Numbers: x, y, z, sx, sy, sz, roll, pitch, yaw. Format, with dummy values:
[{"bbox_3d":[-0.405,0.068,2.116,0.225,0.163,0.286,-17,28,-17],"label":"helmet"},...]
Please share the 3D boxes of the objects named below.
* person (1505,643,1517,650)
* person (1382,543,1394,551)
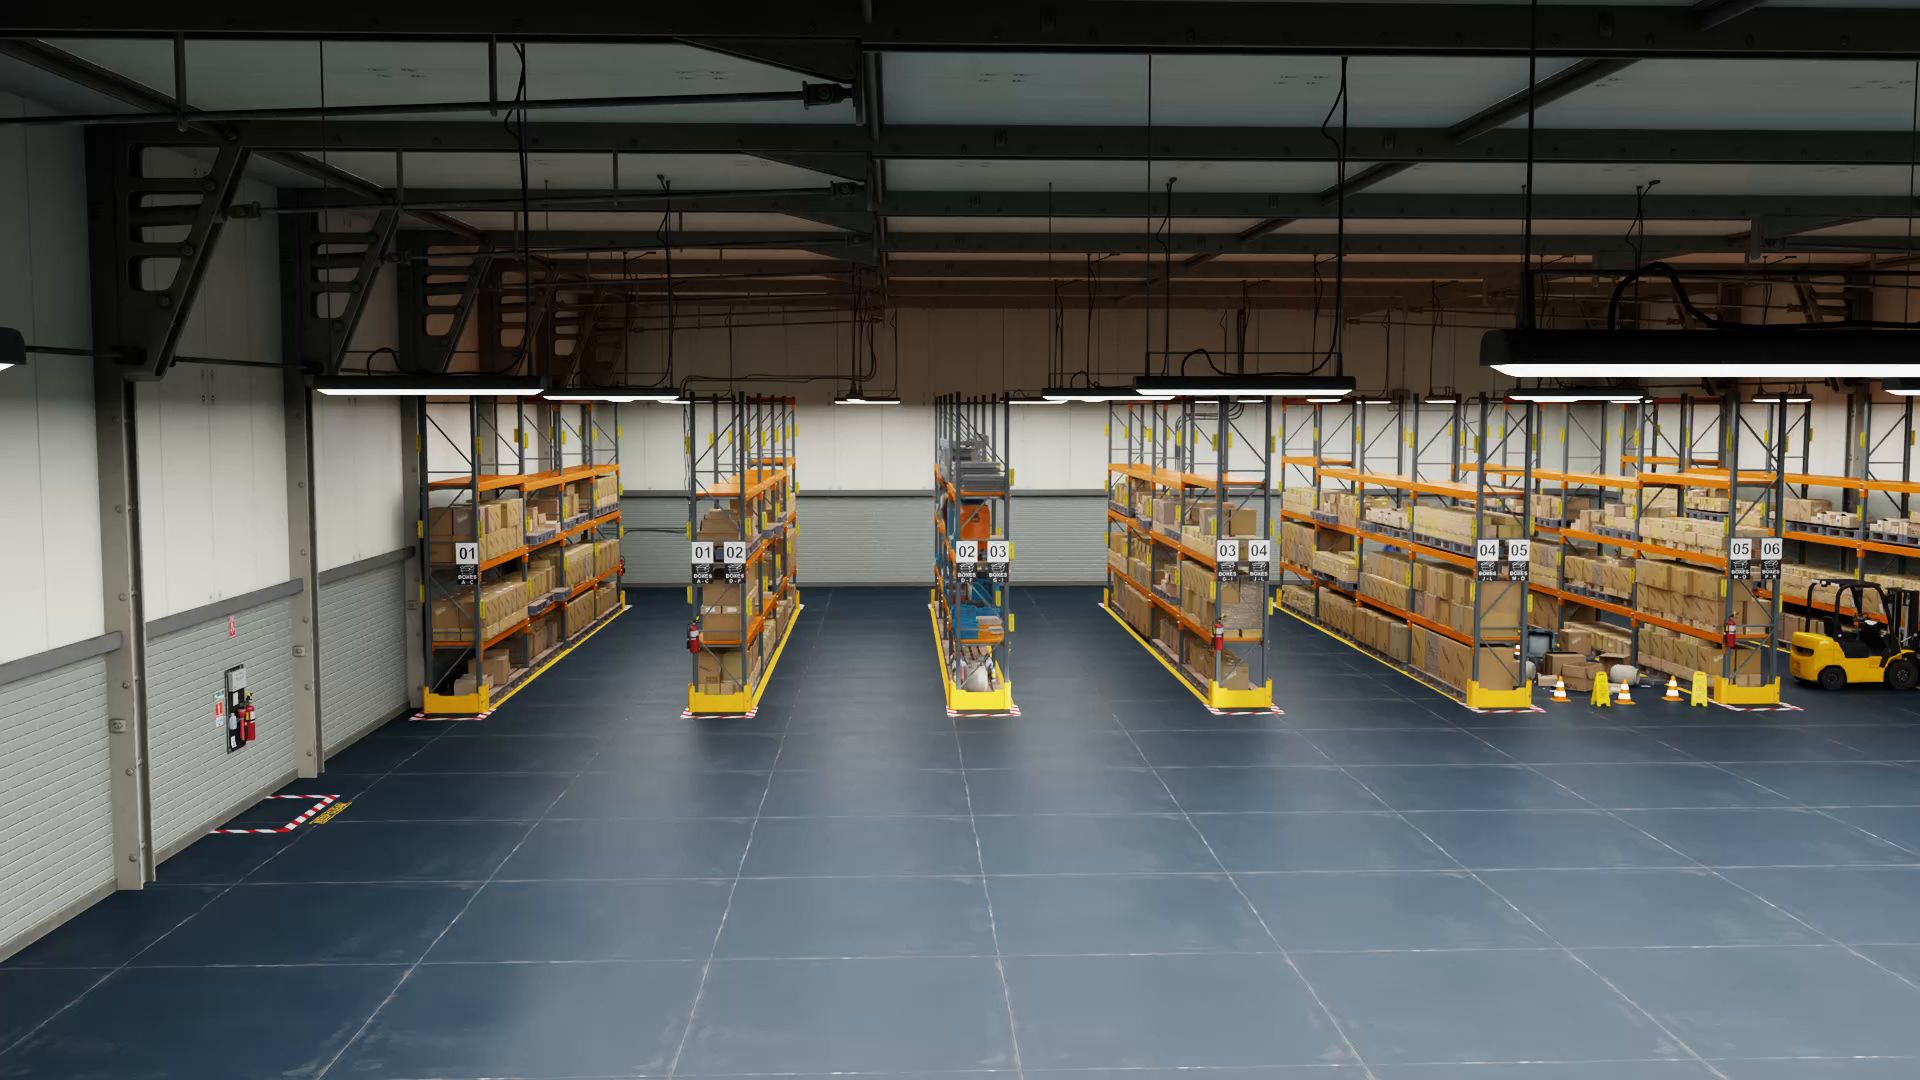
[{"bbox_3d":[12.873,1.813,38.954,0.424,1.620,0.451,2,5,19],"label":"person"},{"bbox_3d":[13.252,0.764,51.598,0.679,1.618,0.500,-3,5,-33],"label":"person"}]
